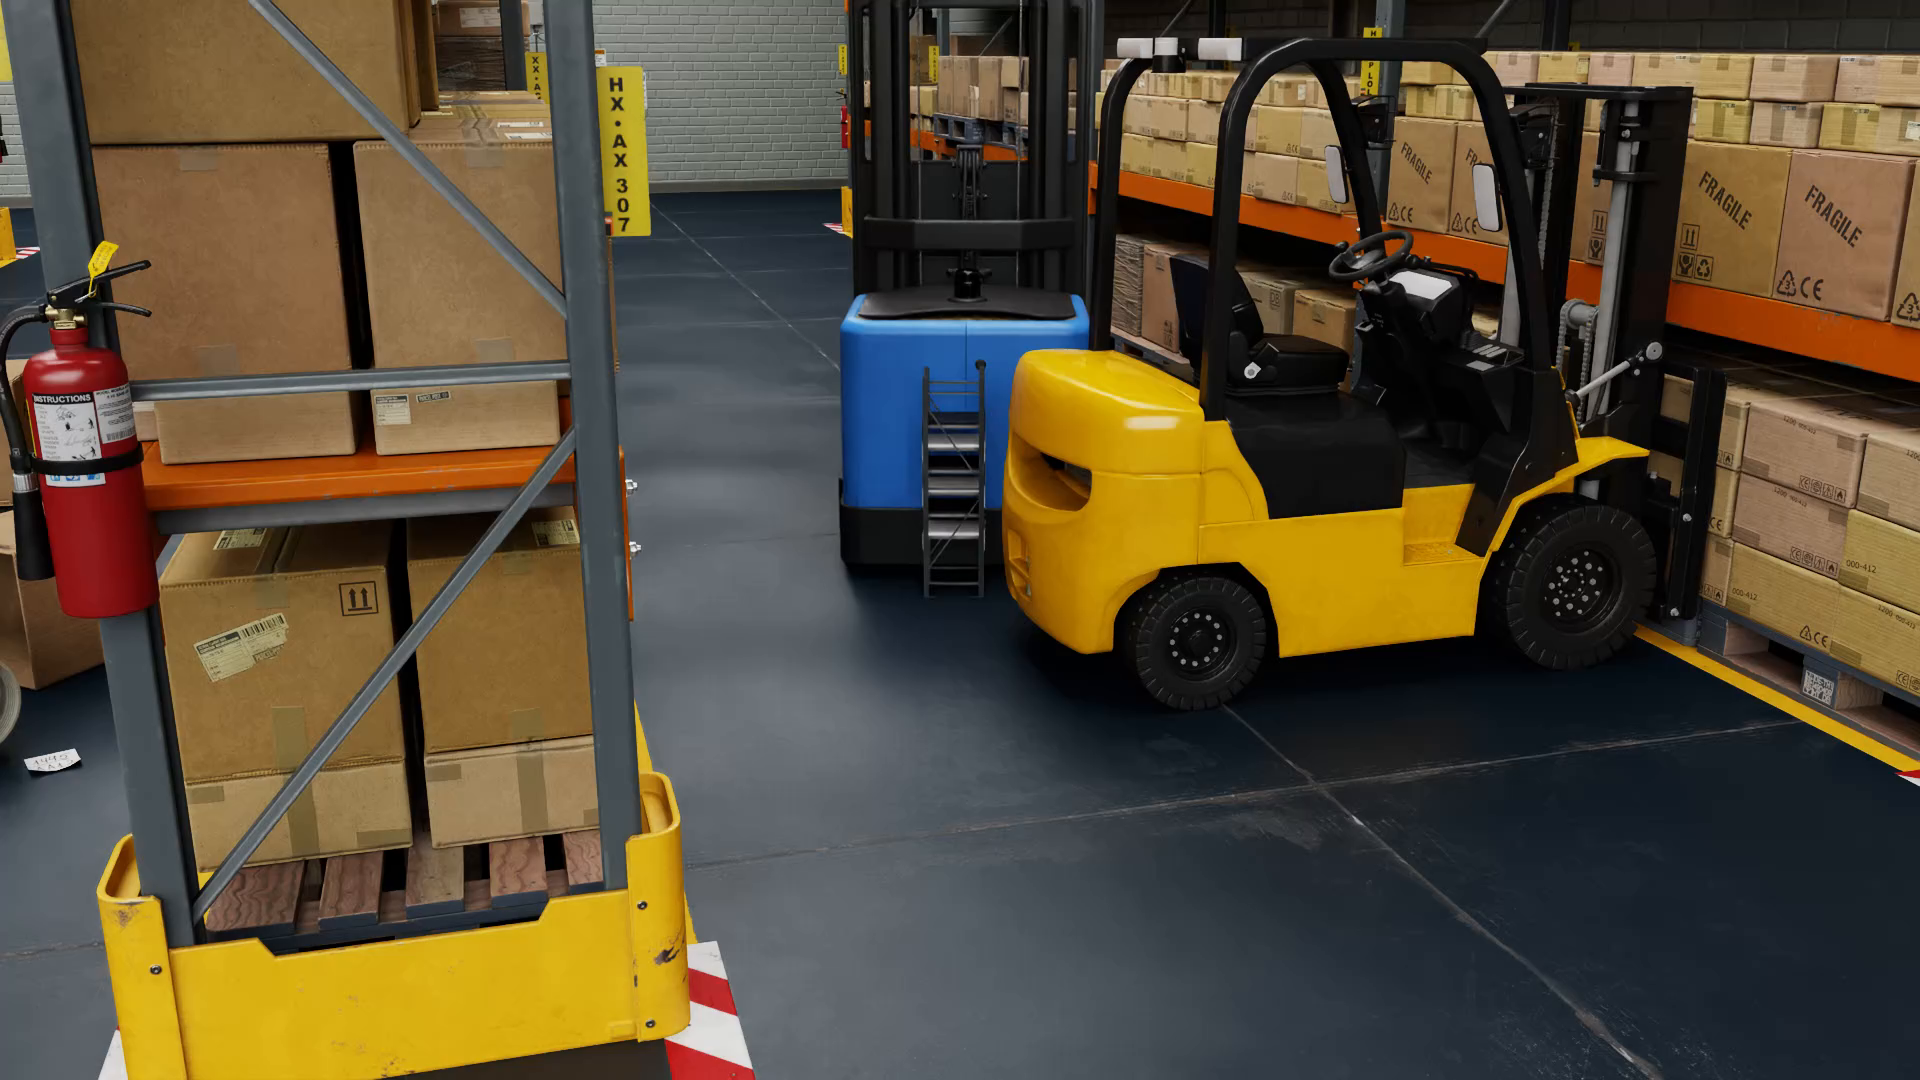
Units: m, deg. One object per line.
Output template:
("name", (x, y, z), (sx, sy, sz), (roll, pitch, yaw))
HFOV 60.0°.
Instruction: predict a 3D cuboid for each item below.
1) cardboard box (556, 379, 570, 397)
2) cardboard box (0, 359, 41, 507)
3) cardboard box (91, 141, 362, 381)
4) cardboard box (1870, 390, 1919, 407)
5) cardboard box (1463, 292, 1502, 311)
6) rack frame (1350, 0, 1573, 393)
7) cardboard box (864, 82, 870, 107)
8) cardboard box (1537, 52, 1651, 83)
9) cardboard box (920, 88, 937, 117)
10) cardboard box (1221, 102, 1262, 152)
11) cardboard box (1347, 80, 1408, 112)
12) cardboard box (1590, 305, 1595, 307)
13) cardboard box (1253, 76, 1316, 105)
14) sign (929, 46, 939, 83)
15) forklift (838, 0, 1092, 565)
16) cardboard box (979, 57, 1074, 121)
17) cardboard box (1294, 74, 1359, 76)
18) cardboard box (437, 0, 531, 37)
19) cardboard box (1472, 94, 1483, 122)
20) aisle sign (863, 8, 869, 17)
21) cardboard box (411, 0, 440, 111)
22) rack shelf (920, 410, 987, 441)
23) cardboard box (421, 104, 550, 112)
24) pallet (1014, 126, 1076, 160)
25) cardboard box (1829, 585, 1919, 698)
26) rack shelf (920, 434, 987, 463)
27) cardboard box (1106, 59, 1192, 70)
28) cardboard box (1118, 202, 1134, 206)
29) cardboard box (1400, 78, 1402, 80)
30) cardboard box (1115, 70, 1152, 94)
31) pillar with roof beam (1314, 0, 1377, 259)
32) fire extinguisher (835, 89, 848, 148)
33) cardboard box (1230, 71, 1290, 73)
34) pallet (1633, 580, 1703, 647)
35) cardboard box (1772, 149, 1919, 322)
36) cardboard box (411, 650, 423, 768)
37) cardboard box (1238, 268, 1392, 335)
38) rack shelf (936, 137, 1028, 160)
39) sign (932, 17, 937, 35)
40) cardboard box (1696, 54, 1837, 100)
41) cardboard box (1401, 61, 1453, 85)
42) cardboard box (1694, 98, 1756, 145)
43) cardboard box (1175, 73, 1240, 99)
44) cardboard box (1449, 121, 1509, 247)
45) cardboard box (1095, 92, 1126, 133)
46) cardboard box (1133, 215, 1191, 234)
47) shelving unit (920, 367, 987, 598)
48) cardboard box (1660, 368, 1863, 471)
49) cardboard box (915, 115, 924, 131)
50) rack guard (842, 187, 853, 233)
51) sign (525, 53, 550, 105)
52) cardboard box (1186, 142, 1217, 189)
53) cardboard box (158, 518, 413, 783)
("cardboard box", (-1.161, -0.444, 4.151), (0.380, 0.149, 0.250), (-5, 18, -17))
("cardboard box", (-3.991, -0.428, 6.691), (0.500, 0.500, 0.500), (-5, 17, -15))
("cardboard box", (-1.603, -0.624, 3.623), (0.500, 0.500, 0.500), (-5, 17, -16))
("cardboard box", (3.492, -0.347, 5.706), (0.500, 0.250, 0.500), (-5, 17, -15))
("cardboard box", (2.315, -1.009, 7.910), (0.500, 0.250, 0.500), (-5, 17, -16))
("rack frame", (2.484, -1.805, 8.247), (1.000, 3.000, 0.127), (-5, 17, -15))
("cardboard box", (-0.810, -4.909, 18.323), (0.500, 0.250, 0.500), (-5, 17, -15))
("cardboard box", (2.593, -1.910, 6.779), (0.380, 0.149, 0.250), (-5, 17, -16))
("cardboard box", (-0.089, -4.210, 15.997), (0.500, 0.250, 0.500), (-4, 17, -14))
("cardboard box", (1.820, -2.372, 9.525), (0.500, 0.250, 0.500), (-4, 17, -14))
("cardboard box", (2.176, -2.240, 8.395), (0.380, 0.149, 0.250), (-4, 17, -13))
("cardboard box", (2.959, -0.908, 7.573), (0.500, 0.250, 0.500), (-5, 17, -16))
("cardboard box", (1.860, -2.522, 9.332), (0.380, 0.149, 0.250), (-5, 17, -17))
("sign", (-0.234, -4.387, 15.339), (0.100, 0.325, 0.005), (-5, 17, -15))
("forklift", (0.050, -1.667, 7.908), (1.130, 2.935, 3.031), (0, 17, 1))
("cardboard box", (0.561, -3.755, 13.835), (0.700, 0.500, 0.500), (-5, 17, -16))
("cardboard box", (2.219, -2.703, 9.935), (0.380, 0.149, 0.250), (-5, 17, -15))
("cardboard box", (-2.077, -2.272, 7.252), (0.380, 0.149, 0.250), (-5, 17, -15))
("cardboard box", (2.489, -1.913, 7.306), (0.380, 0.149, 0.250), (-5, 17, -15))
("aisle sign", (-1.115, -6.365, 18.908), (0.394, 0.787, 0.004), (-5, 17, -15))
("cardboard box", (-1.913, -1.521, 4.872), (0.700, 0.500, 0.500), (-5, 17, -16))
("rack shelf", (-0.024, -0.454, 6.576), (0.258, 0.077, 0.200), (0, 17, 1))
("cardboard box", (-1.486, -1.072, 5.117), (0.500, 0.500, 0.500), (-5, 17, -16))
("pallet", (1.131, -3.001, 12.563), (1.213, 0.211, 1.003), (-5, 17, -15))
("cardboard box", (3.150, 0.312, 5.248), (0.500, 0.250, 0.500), (-5, 17, -15))
("rack shelf", (-0.024, -0.368, 6.602), (0.258, 0.077, 0.200), (0, 17, 1))
("cardboard box", (1.393, -3.315, 12.370), (0.500, 0.500, 0.500), (-4, 17, -13))
("cardboard box", (1.244, -2.684, 13.660), (0.380, 0.149, 0.250), (-5, 17, -16))
("cardboard box", (2.502, -2.425, 9.010), (0.380, 0.149, 0.250), (-5, 17, -15))
("cardboard box", (1.263, -3.085, 11.206), (0.380, 0.149, 0.250), (-4, 17, -14))
("pillar with roof beam", (-1.530, -5.155, 8.971), (9.100, 9.000, 0.400), (-5, 17, -15))
("fire extinguisher", (-1.299, -4.913, 19.375), (0.296, 0.674, 0.183), (-5, 17, -15))
("cardboard box", (1.995, -2.994, 10.902), (0.380, 0.149, 0.250), (-5, 17, -16))
("pallet", (3.001, 0.092, 6.779), (1.003, 0.211, 1.213), (-5, 17, -15))
("cardboard box", (3.062, -1.006, 5.413), (0.500, 0.500, 0.500), (-4, 17, -14))
("cardboard box", (-1.804, 0.465, 4.741), (0.500, 0.250, 0.500), (-5, 17, -15))
("cardboard box", (2.124, -1.227, 9.722), (0.875, 0.625, 0.625), (-5, 17, -16))
("rack shelf", (0.835, -3.120, 13.875), (1.077, 0.370, 4.000), (-5, 17, -15))
("sign", (-0.275, -5.868, 19.212), (0.100, 0.325, 0.005), (-5, 17, -15))
("cardboard box", (2.835, -1.627, 5.836), (0.380, 0.149, 0.250), (-4, 17, -14))
("cardboard box", (2.286, -2.194, 7.725), (0.380, 0.149, 0.250), (-4, 17, -14))
("cardboard box", (2.842, -1.484, 5.876), (0.380, 0.149, 0.250), (-5, 17, -15))
("cardboard box", (1.554, -2.802, 10.266), (0.380, 0.149, 0.250), (-4, 17, -14))
("cardboard box", (2.514, -1.567, 7.280), (0.500, 0.500, 0.500), (-4, 17, -14))
("cardboard box", (1.247, -2.935, 11.400), (0.500, 0.250, 0.500), (-5, 17, -15))
("cardboard box", (1.541, -2.395, 12.698), (0.380, 0.149, 0.250), (-4, 17, -12))
("shelving unit", (-0.024, -0.227, 6.644), (0.258, 0.900, 0.210), (0, 17, 1))
("cardboard box", (2.862, -0.444, 6.027), (0.500, 0.250, 0.500), (-4, 17, -15))
("cardboard box", (-0.232, -4.106, 16.344), (0.380, 0.149, 0.250), (-4, 17, -14))
("rack guard", (-0.793, -3.906, 19.587), (1.175, 0.500, 0.348), (-5, 17, -15))
("sign", (-1.768, -1.871, 6.962), (0.100, 0.325, 0.005), (-5, 17, -15))
("cardboard box", (1.694, -2.272, 10.064), (0.500, 0.250, 0.500), (-4, 17, -13))
("cardboard box", (-1.659, 0.251, 4.150), (0.500, 0.500, 0.500), (-5, 17, -15))
